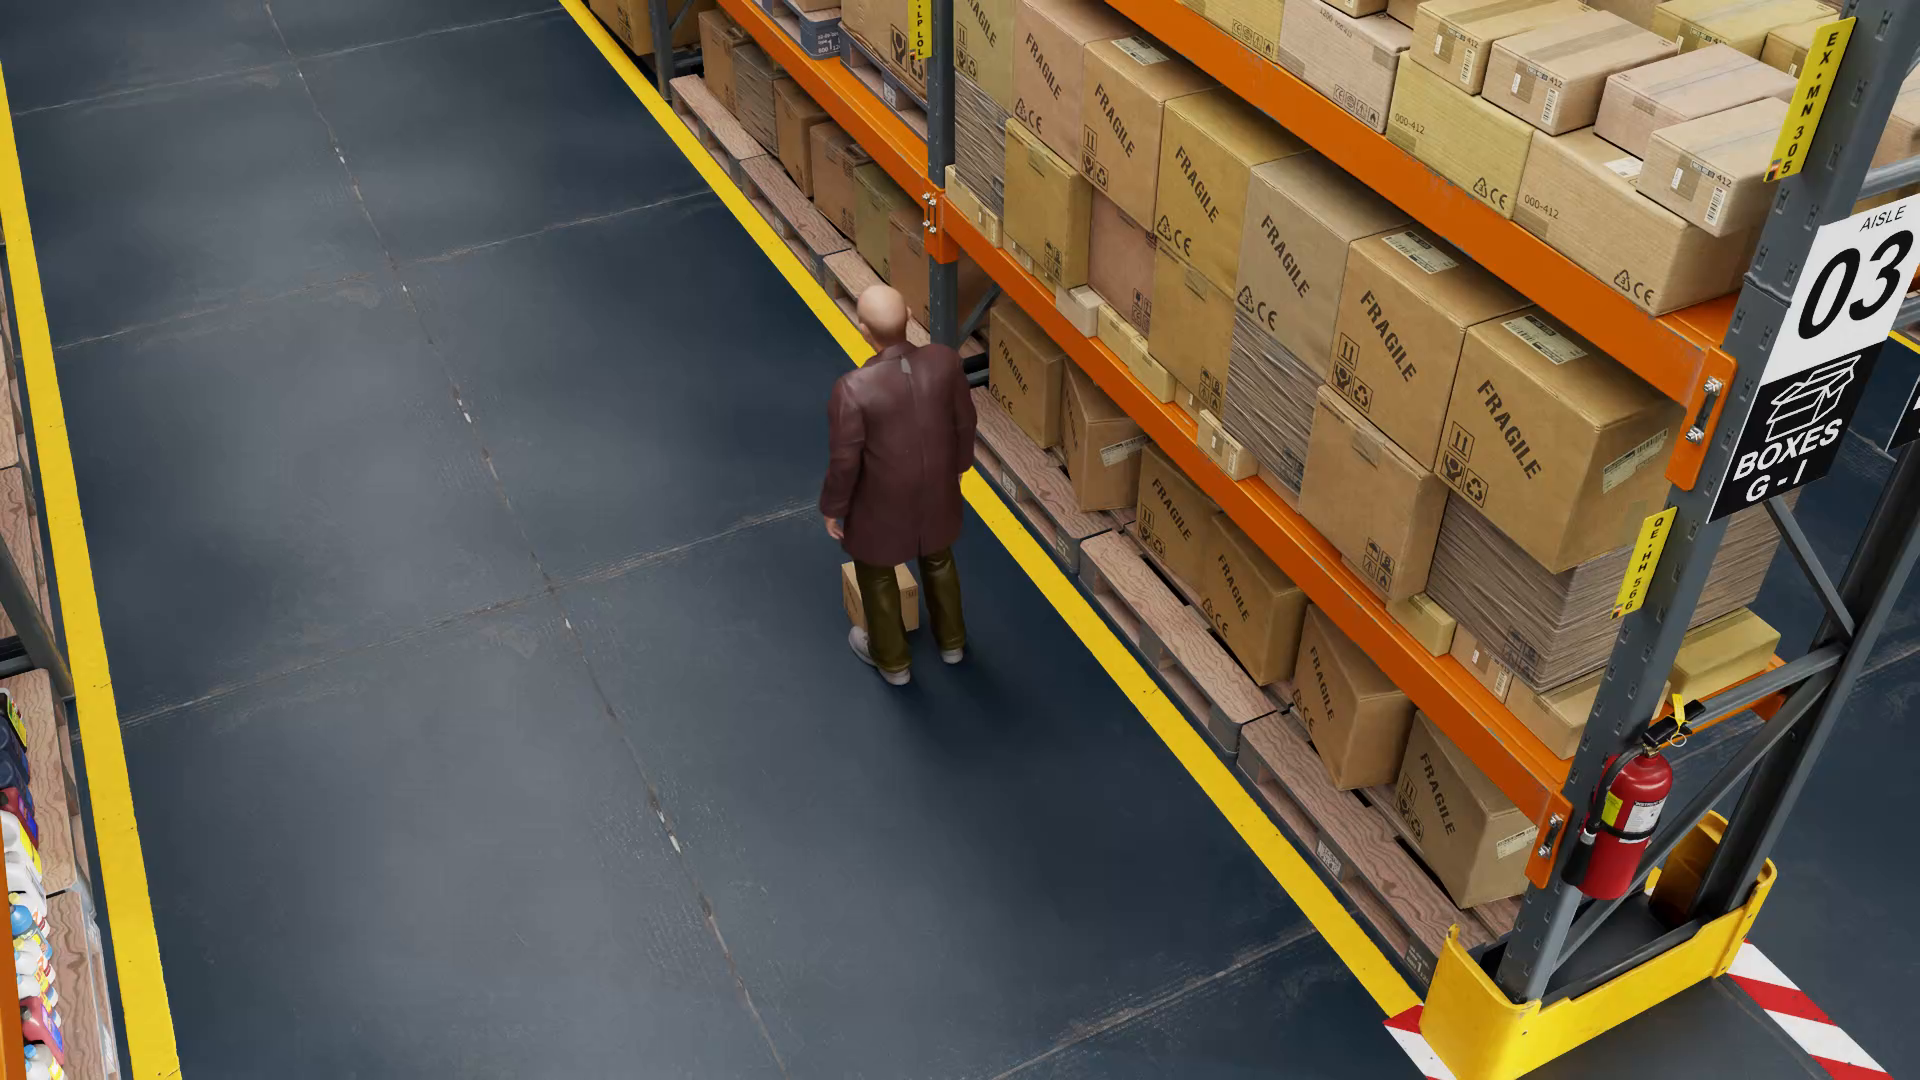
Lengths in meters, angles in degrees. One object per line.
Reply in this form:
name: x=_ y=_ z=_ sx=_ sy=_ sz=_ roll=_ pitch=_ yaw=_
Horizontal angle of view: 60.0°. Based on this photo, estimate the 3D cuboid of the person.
person: x=-0.235 y=-0.190 z=6.390 sx=0.655 sy=1.775 sz=0.419 roll=-20 pitch=45 yaw=-22
